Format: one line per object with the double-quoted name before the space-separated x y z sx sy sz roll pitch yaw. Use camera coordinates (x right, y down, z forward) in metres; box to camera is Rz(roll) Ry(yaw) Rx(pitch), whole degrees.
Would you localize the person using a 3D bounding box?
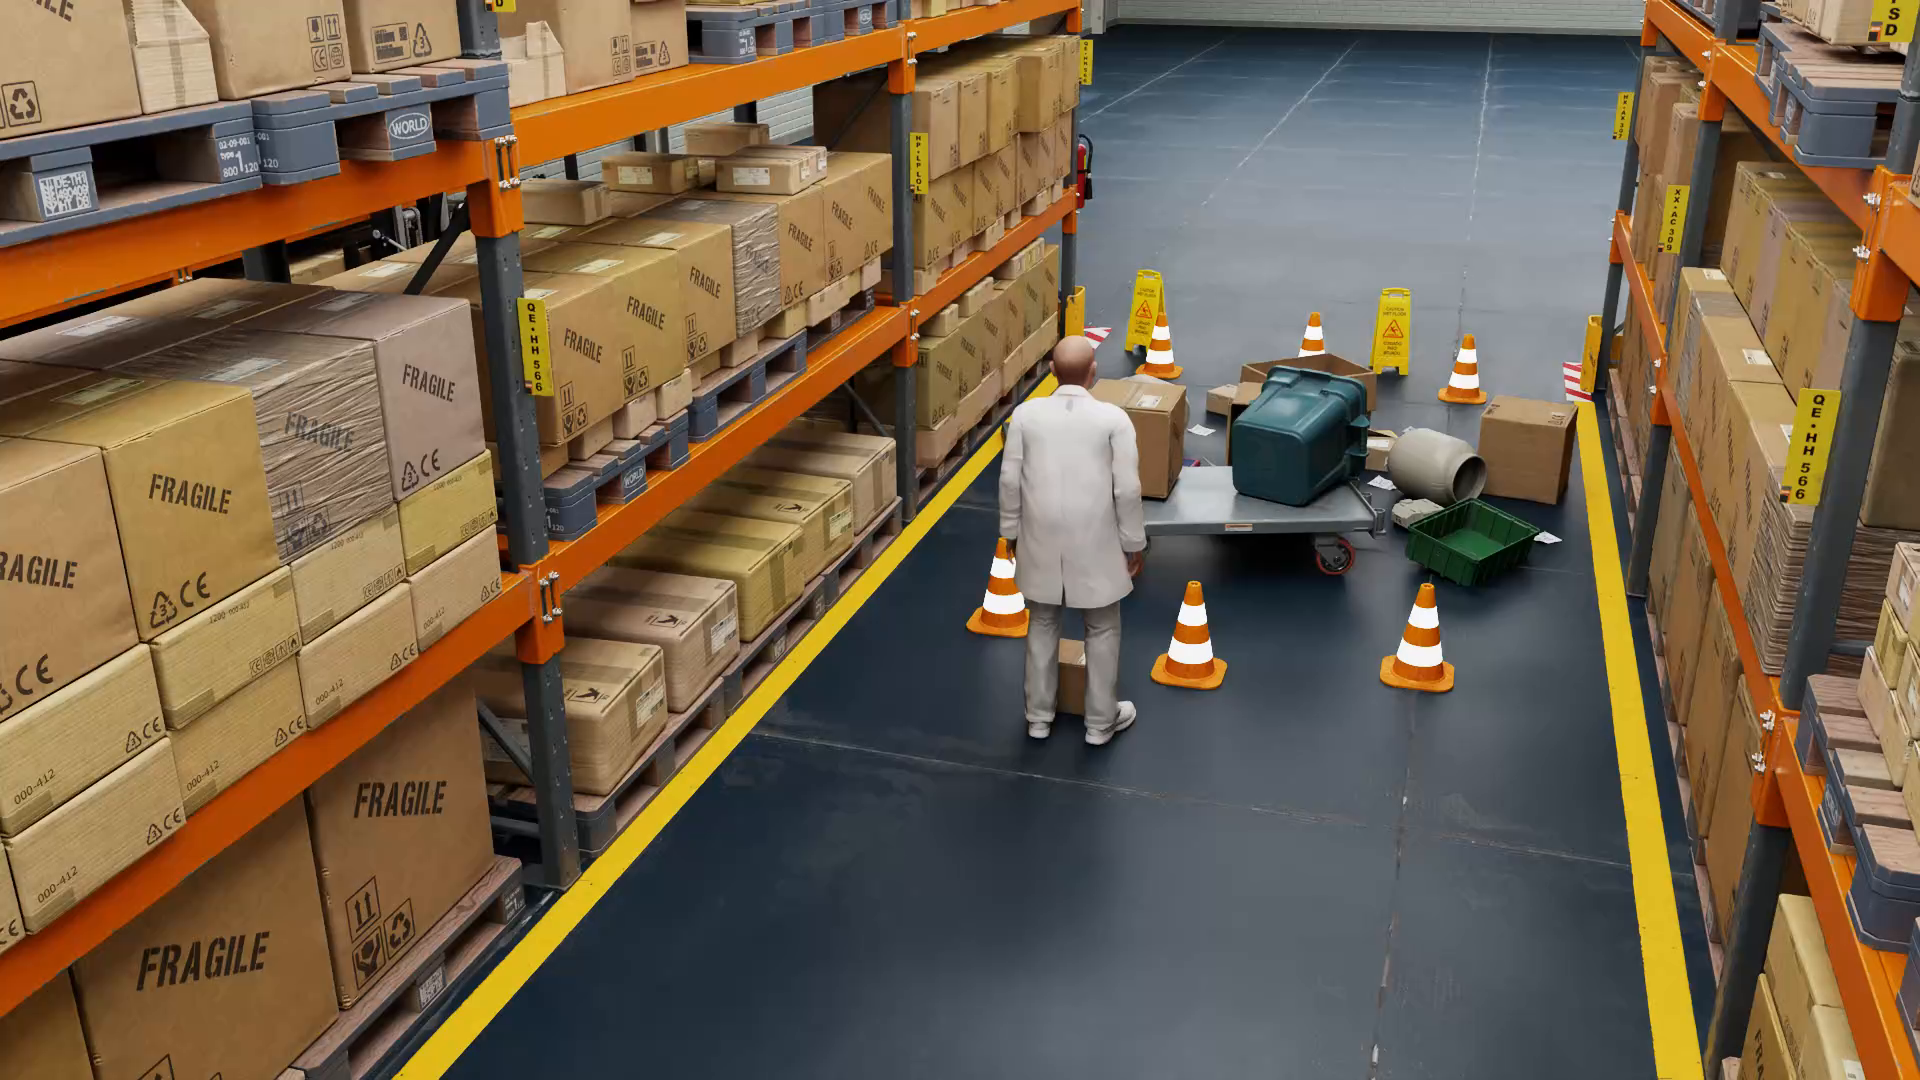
"person" 0.478 0.009 7.087 0.640 1.773 0.426 6 22 15
